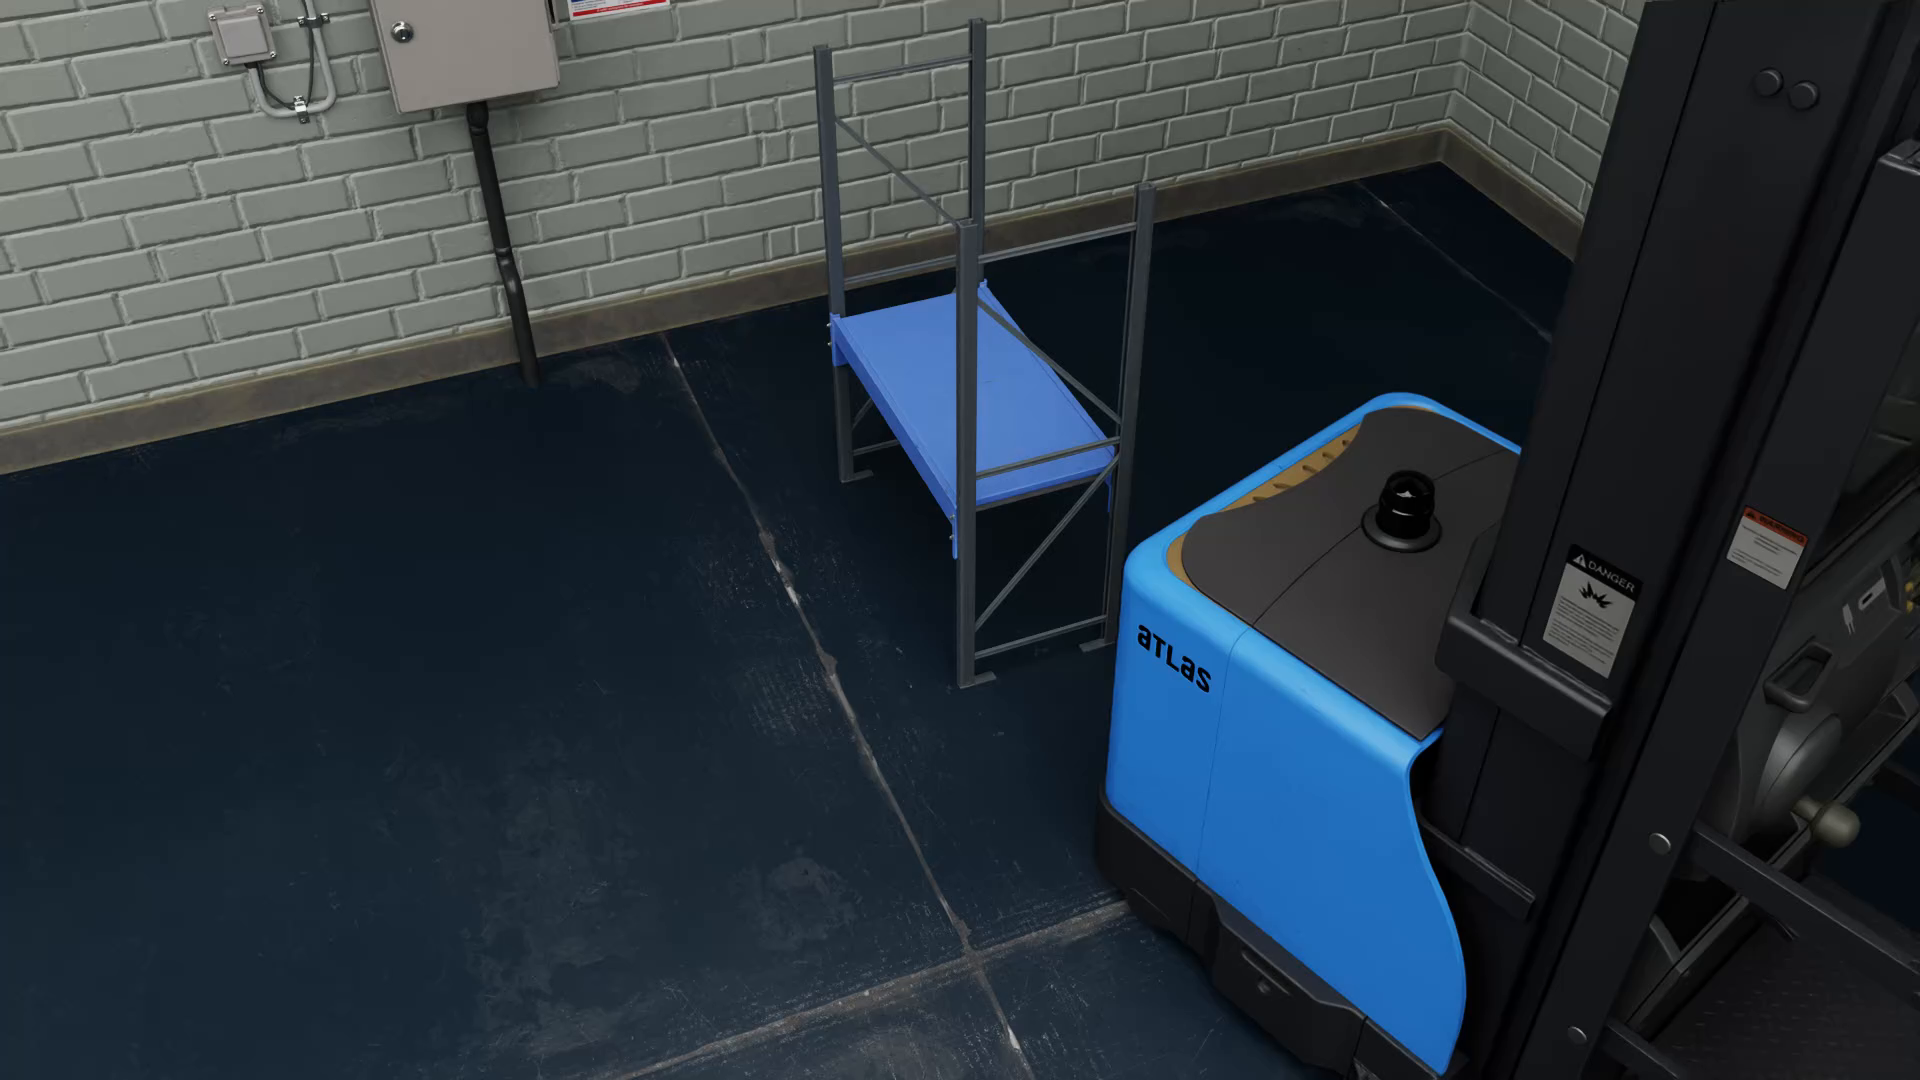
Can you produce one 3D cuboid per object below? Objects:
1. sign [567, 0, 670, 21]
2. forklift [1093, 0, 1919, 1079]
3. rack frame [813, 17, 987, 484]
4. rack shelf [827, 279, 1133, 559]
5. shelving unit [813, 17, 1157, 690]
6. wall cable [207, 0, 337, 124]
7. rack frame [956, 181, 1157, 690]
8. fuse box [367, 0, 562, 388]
[{"bbox_3d":[-1.100,-1.896,5.227,0.329,0.494,0.001,-15,43,-17],"label":"sign"},{"bbox_3d":[1.689,0.246,2.716,1.130,2.935,3.031,-30,49,-30],"label":"forklift"},{"bbox_3d":[-0.162,-0.823,5.057,0.500,1.500,0.032,-15,43,-17],"label":"rack frame"},{"bbox_3d":[0.033,-0.381,4.819,0.538,0.185,1.000,-15,43,-17],"label":"rack shelf"},{"bbox_3d":[0.033,-0.517,4.701,0.538,1.500,1.048,-15,43,-17],"label":"shelving unit"},{"bbox_3d":[-2.168,-1.994,4.488,0.588,1.984,0.122,-15,43,-17],"label":"wall cable"},{"bbox_3d":[0.227,-0.211,4.345,0.500,1.500,0.032,-15,43,-17],"label":"rack frame"},{"bbox_3d":[-1.477,-1.195,5.327,0.539,1.711,0.414,-15,43,-17],"label":"fuse box"}]
